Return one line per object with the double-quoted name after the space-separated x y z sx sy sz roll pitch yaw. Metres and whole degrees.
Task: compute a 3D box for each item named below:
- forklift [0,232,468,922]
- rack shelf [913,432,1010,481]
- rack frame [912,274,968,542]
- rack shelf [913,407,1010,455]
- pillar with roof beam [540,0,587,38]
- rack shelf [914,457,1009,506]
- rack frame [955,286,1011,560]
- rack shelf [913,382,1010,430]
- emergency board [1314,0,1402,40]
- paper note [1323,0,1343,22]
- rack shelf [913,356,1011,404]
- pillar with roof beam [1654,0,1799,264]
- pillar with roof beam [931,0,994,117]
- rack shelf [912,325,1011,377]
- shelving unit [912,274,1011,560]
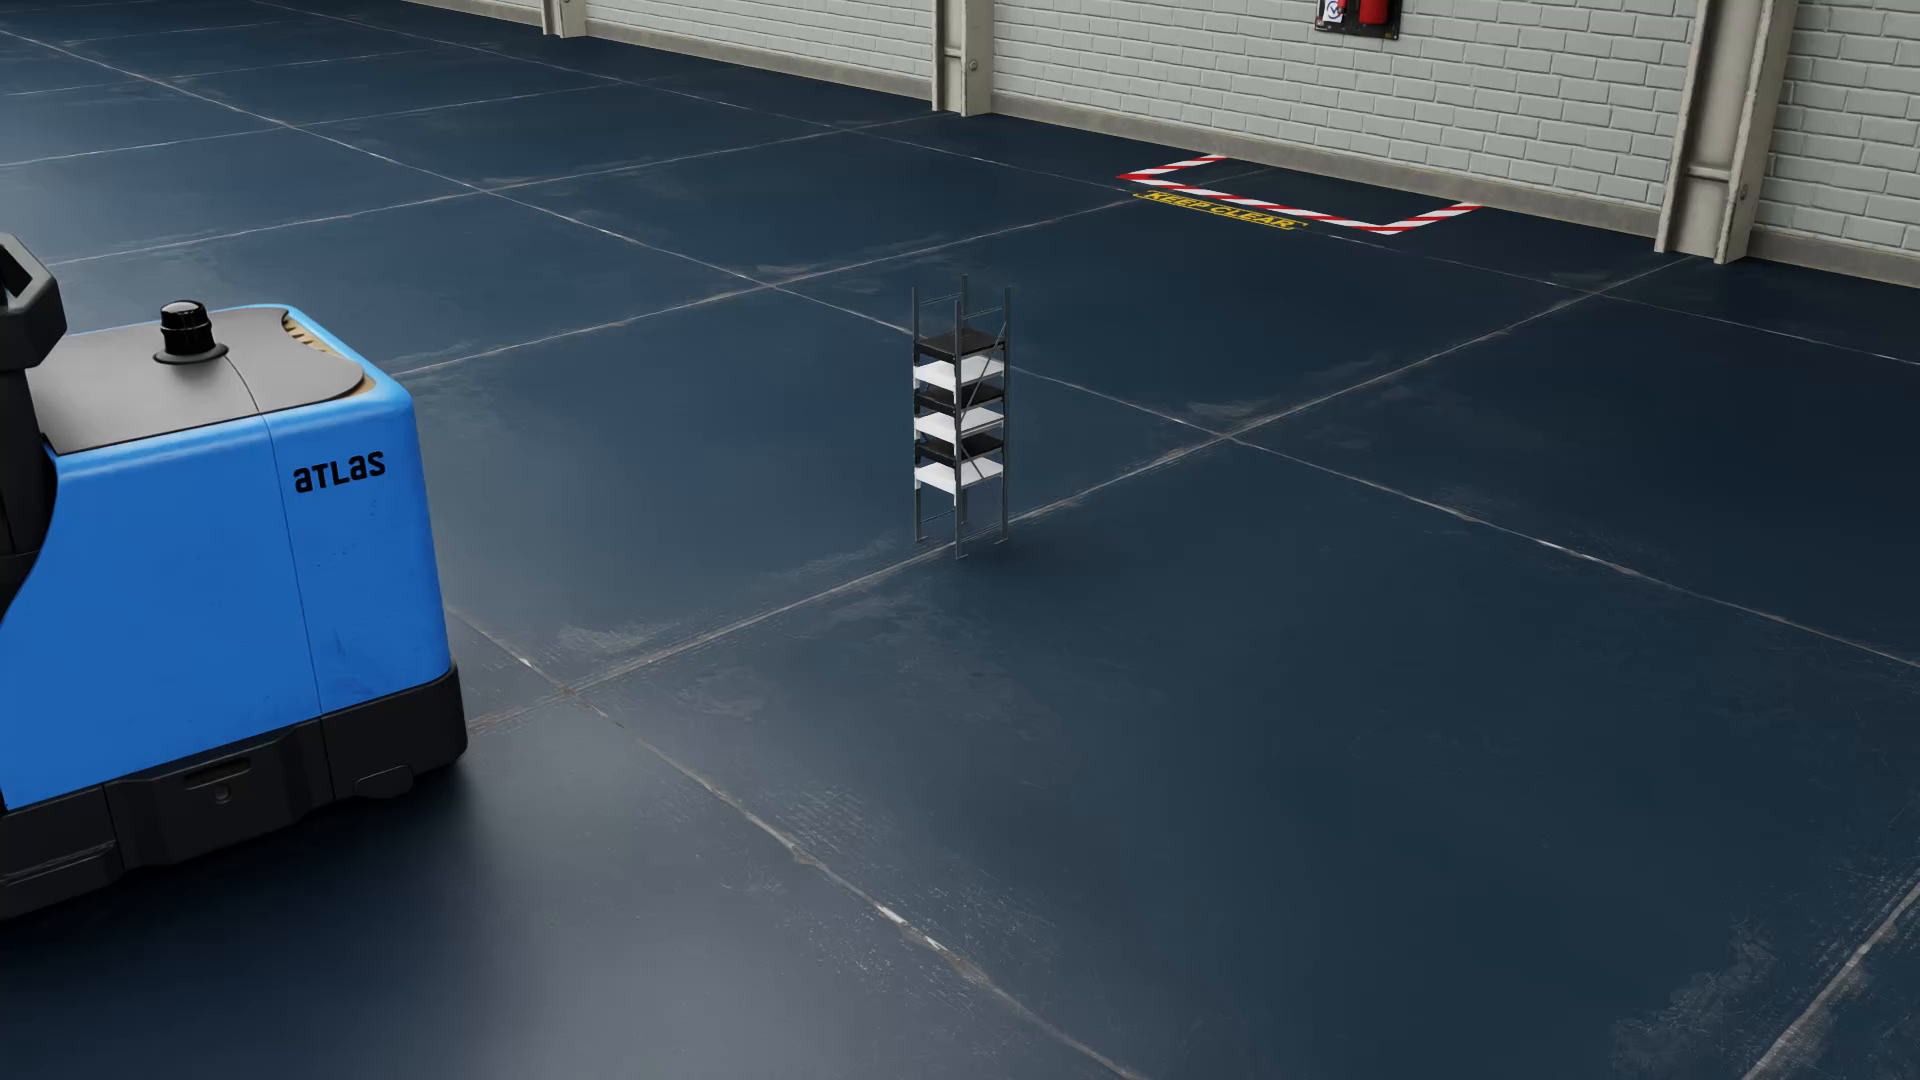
-2.780 -0.505 3.326 3.031 2.935 1.130 -17 30 -33 "forklift"
0.006 -0.295 5.609 0.258 0.077 0.200 -21 32 -38 "rack shelf"
-0.064 -0.438 5.625 0.240 0.900 0.006 -21 32 -38 "rack frame"
0.006 -0.377 5.572 0.258 0.077 0.200 -21 32 -38 "rack shelf"
-7.223 -8.108 12.680 9.100 9.000 0.400 -21 32 -38 "pillar with roof beam"
0.006 -0.213 5.646 0.258 0.077 0.200 -21 32 -38 "rack shelf"
0.075 -0.376 5.490 0.240 0.900 0.006 -21 32 -38 "rack frame"
0.006 -0.459 5.534 0.258 0.077 0.200 -21 32 -38 "rack shelf"
2.461 -3.724 10.298 0.194 1.169 0.643 -21 32 -38 "emergency board"
2.390 -3.396 10.641 0.016 0.148 0.142 -21 32 -38 "paper note"
0.006 -0.540 5.497 0.258 0.077 0.200 -21 32 -38 "rack shelf"
0.979 -4.472 4.711 9.100 9.000 0.400 -21 32 -38 "pillar with roof beam"
-3.122 -6.290 8.696 9.100 9.000 0.400 -21 32 -38 "pillar with roof beam"
0.006 -0.622 5.460 0.258 0.077 0.200 -21 32 -38 "rack shelf"
0.006 -0.407 5.558 0.258 0.900 0.210 -21 32 -38 "shelving unit"
